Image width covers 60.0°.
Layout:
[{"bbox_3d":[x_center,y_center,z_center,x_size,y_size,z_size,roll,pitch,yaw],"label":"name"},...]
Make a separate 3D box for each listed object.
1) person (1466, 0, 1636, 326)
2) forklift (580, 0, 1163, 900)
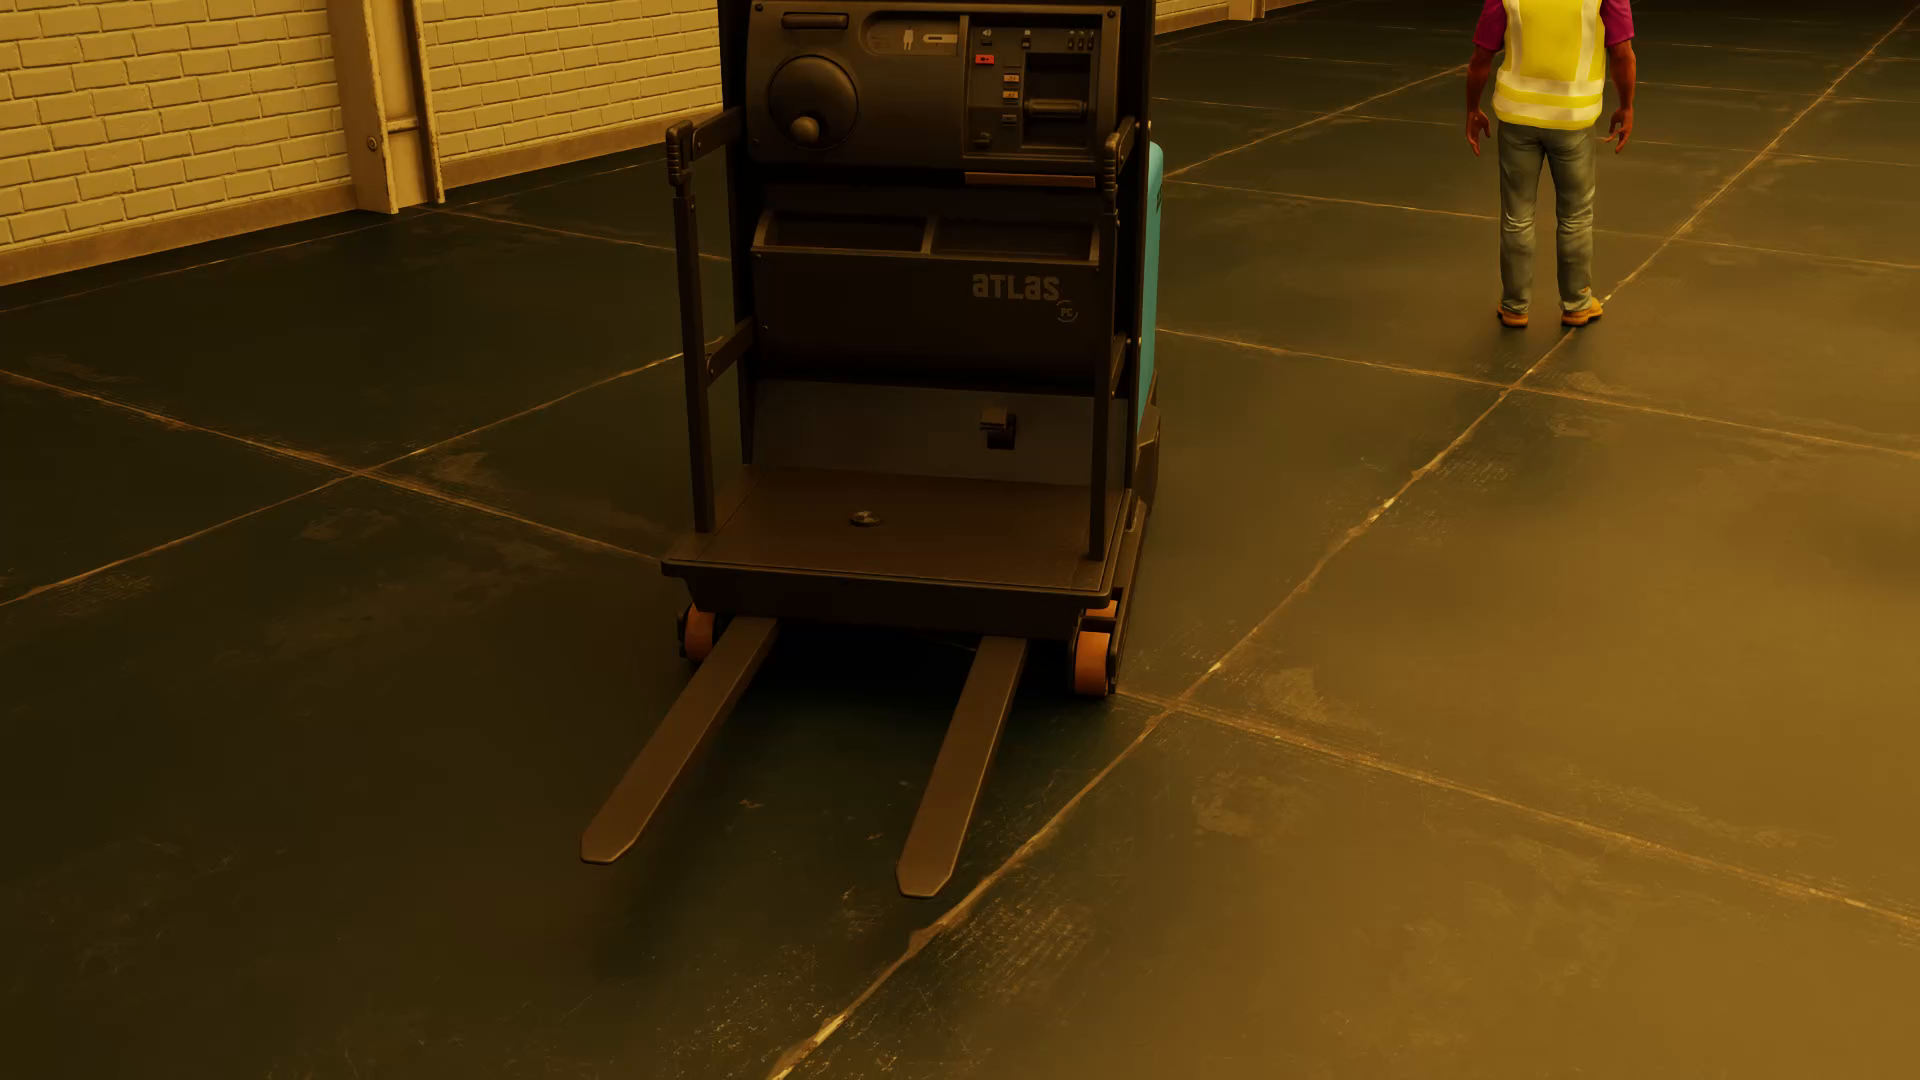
[{"bbox_3d":[2.452,-1.776,6.924,0.666,1.766,0.577,10,25,22],"label":"person"},{"bbox_3d":[-0.108,-1.111,3.912,1.130,2.935,3.031,4,24,9],"label":"forklift"}]
